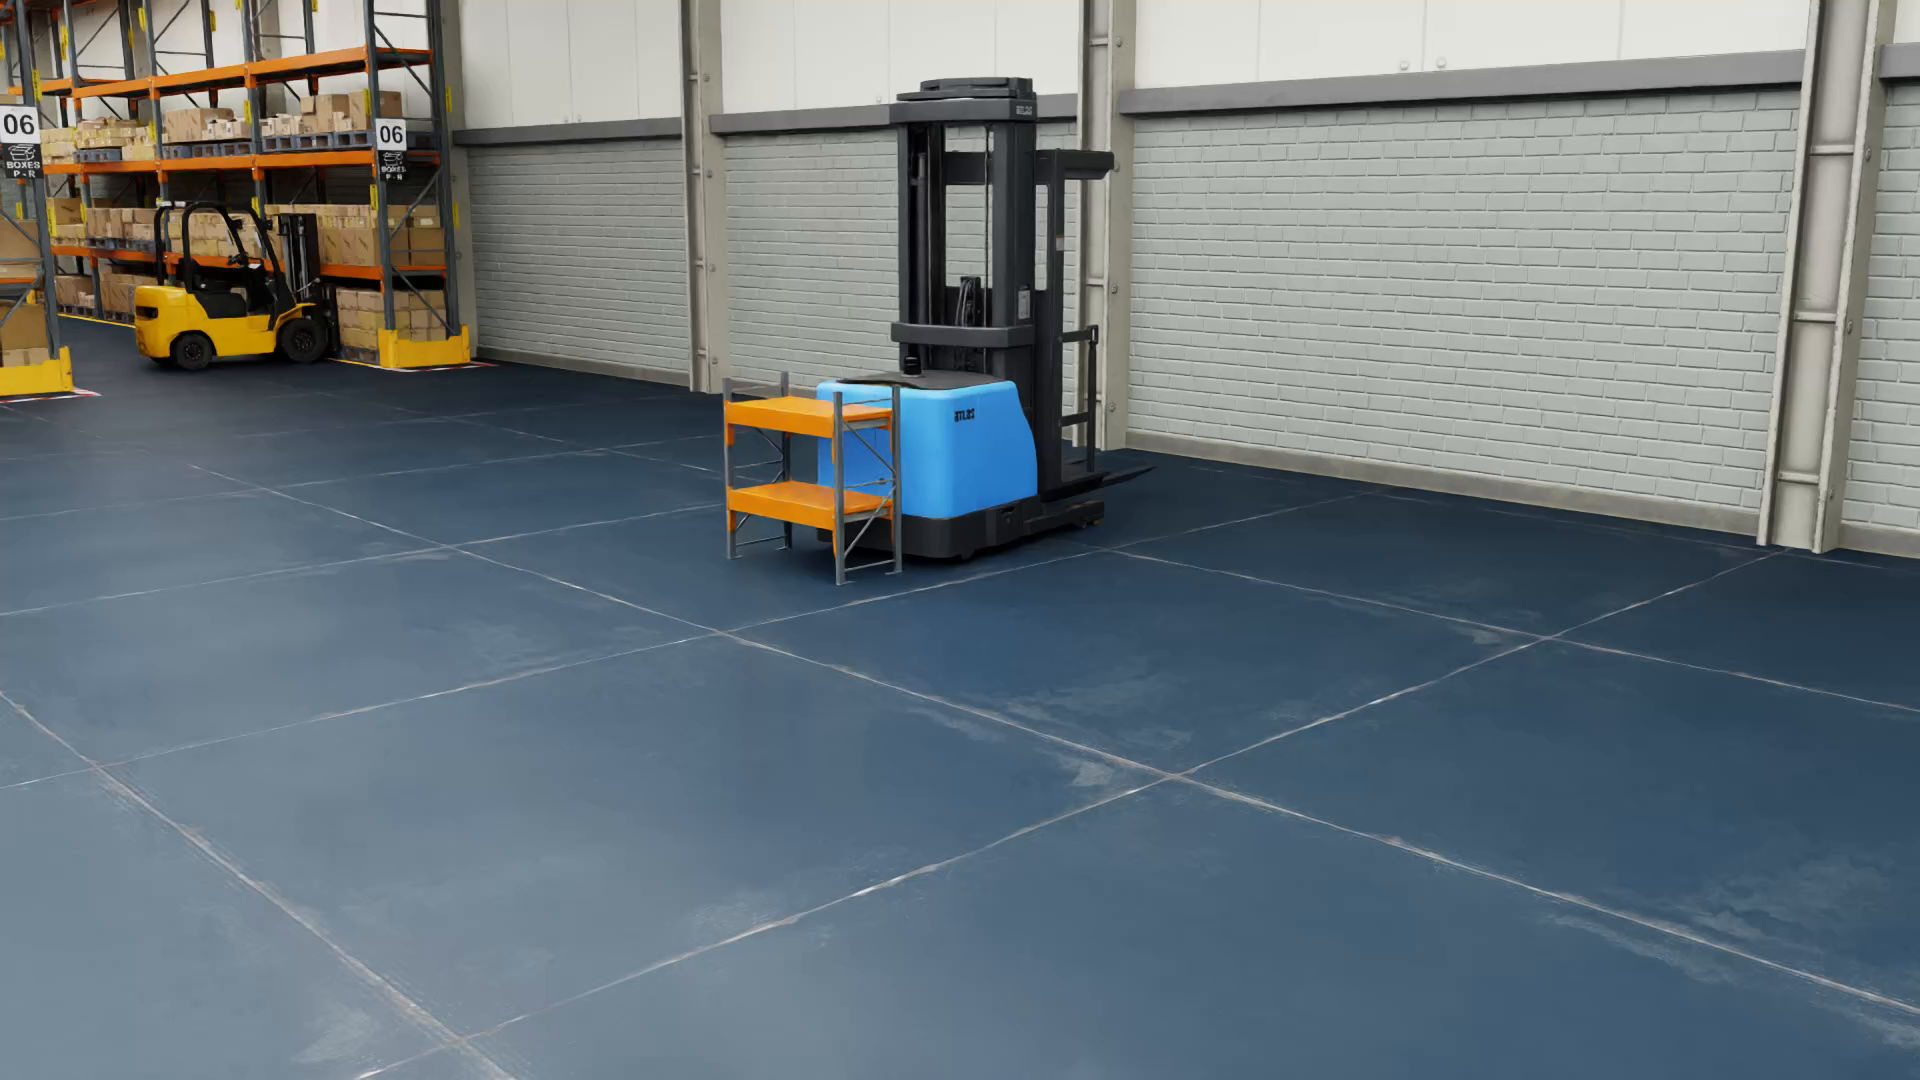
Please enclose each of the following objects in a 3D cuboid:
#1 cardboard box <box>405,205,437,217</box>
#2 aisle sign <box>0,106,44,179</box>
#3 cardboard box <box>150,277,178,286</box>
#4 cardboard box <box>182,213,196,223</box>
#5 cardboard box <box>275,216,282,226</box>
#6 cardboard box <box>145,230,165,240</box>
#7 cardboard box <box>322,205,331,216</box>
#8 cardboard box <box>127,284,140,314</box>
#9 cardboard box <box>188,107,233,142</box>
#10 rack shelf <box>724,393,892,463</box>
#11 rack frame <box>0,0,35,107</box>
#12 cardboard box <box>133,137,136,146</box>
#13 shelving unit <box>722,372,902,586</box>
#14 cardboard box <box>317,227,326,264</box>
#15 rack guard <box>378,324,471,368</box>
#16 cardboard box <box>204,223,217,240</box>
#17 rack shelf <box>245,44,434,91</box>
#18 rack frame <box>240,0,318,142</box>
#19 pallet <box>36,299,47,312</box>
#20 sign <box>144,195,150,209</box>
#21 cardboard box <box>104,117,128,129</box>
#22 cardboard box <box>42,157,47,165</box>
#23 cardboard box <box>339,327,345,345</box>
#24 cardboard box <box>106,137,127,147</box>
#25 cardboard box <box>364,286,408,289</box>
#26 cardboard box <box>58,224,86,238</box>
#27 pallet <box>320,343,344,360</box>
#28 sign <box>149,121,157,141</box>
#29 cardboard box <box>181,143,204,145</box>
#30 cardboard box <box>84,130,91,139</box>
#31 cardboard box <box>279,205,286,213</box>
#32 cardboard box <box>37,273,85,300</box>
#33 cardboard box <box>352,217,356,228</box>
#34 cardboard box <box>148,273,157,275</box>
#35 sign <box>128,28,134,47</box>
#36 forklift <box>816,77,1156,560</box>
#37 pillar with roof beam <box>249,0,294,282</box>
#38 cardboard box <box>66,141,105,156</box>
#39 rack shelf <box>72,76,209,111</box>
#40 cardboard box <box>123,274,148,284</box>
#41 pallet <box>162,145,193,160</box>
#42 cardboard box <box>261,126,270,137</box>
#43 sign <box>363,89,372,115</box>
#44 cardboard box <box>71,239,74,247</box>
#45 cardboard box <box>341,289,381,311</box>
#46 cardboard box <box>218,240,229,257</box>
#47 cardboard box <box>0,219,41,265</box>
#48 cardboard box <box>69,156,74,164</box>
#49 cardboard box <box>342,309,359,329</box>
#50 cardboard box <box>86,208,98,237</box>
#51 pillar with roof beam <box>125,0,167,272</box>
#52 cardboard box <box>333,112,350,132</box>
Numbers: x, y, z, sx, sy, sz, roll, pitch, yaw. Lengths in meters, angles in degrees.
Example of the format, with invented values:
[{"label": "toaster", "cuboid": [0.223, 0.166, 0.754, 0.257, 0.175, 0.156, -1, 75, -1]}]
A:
[{"label": "cardboard box", "cuboid": [-7.275, -4.424, 22.357, 0.380, 0.149, 0.250, -11, 16, -44]}, {"label": "aisle sign", "cuboid": [-10.518, -4.448, 18.623, 0.394, 0.787, 0.004, -11, 16, -43]}, {"label": "cardboard box", "cuboid": [-13.607, -4.416, 28.459, 0.250, 0.149, 0.380, 11, 16, 43]}, {"label": "cardboard box", "cuboid": [-12.333, -5.206, 26.893, 0.380, 0.149, 0.250, -10, 16, -41]}, {"label": "cardboard box", "cuboid": [-9.750, -4.662, 24.252, 0.380, 0.149, 0.250, -10, 16, -41]}, {"label": "cardboard box", "cuboid": [-13.453, -5.125, 27.936, 0.380, 0.149, 0.250, -11, 16, -42]}, {"label": "cardboard box", "cuboid": [-8.551, -4.540, 22.922, 0.380, 0.149, 0.250, -10, 16, -41]}, {"label": "cardboard box", "cuboid": [-14.243, -4.237, 29.197, 0.500, 0.500, 0.500, 11, 16, 43]}, {"label": "cardboard box", "cuboid": [-11.695, -6.485, 25.983, 0.500, 0.500, 0.500, -10, 16, -41]}, {"label": "rack shelf", "cuboid": [-0.897, -0.683, 9.988, 1.000, 0.278, 0.538, 11, 16, 43]}, {"label": "rack frame", "cuboid": [-10.785, -6.079, 18.115, 1.000, 3.000, 0.127, -11, 16, -43]}, {"label": "cardboard box", "cuboid": [-13.808, -6.765, 28.265, 0.380, 0.149, 0.250, -11, 16, -42]}, {"label": "shelving unit", "cuboid": [-0.897, -0.396, 10.047, 1.048, 1.125, 0.538, 11, 16, 43]}, {"label": "cardboard box", "cuboid": [-8.788, -4.140, 23.326, 0.500, 0.500, 0.500, -11, 16, -42]}, {"label": "rack guard", "cuboid": [-7.181, -2.605, 22.315, 1.175, 0.500, 0.348, -11, 16, -43]}, {"label": "cardboard box", "cuboid": [-11.528, -4.849, 26.149, 0.500, 0.250, 0.500, -11, 16, -42]}, {"label": "rack shelf", "cuboid": [-8.578, -6.514, 23.004, 1.077, 0.370, 4.000, -11, 16, -43]}, {"label": "rack frame", "cuboid": [-9.960, -7.355, 24.308, 1.000, 3.000, 0.127, -11, 16, -43]}, {"label": "pallet", "cuboid": [-17.643, -4.674, 33.077, 1.003, 0.211, 1.213, -11, 16, -43]}, {"label": "sign", "cuboid": [-15.085, -6.229, 30.842, 0.100, 0.325, 0.005, -11, 16, -43]}, {"label": "cardboard box", "cuboid": [-15.223, -7.498, 30.008, 0.396, 0.266, 0.258, -11, 16, -43]}, {"label": "cardboard box", "cuboid": [-17.206, -7.197, 31.602, 0.380, 0.149, 0.250, -11, 16, -42]}, {"label": "cardboard box", "cuboid": [-8.426, -2.864, 23.153, 0.500, 0.250, 0.500, -11, 16, -42]}, {"label": "cardboard box", "cuboid": [-14.485, -6.865, 28.698, 0.380, 0.149, 0.250, -10, 16, -41]}, {"label": "cardboard box", "cuboid": [-8.077, -3.425, 23.396, 0.500, 0.250, 0.500, -11, 16, -43]}, {"label": "cardboard box", "cuboid": [-16.704, -5.842, 31.468, 0.500, 0.250, 0.500, -11, 16, -43]}, {"label": "pallet", "cuboid": [-8.594, -2.751, 23.739, 1.003, 0.211, 1.213, -11, 16, -43]}, {"label": "sign", "cuboid": [-13.116, -6.647, 27.027, 0.100, 0.325, 0.005, -11, 16, -43]}, {"label": "cardboard box", "cuboid": [-12.801, -6.678, 27.839, 0.380, 0.149, 0.250, -11, 16, -42]}, {"label": "cardboard box", "cuboid": [-15.215, -7.154, 29.363, 0.380, 0.149, 0.250, -11, 16, -44]}, {"label": "cardboard box", "cuboid": [-9.695, -4.818, 24.269, 0.380, 0.149, 0.250, -11, 16, -42]}, {"label": "cardboard box", "cuboid": [-17.893, -5.048, 33.126, 0.637, 0.503, 0.797, 11, 16, 43]}, {"label": "cardboard box", "cuboid": [-7.972, -4.290, 22.447, 0.380, 0.149, 0.250, -11, 16, -42]}, {"label": "cardboard box", "cuboid": [-14.466, -4.764, 30.147, 0.250, 0.149, 0.380, 11, 16, 42]}, {"label": "sign", "cuboid": [-15.087, -9.135, 30.244, 0.100, 0.325, 0.005, -11, 16, -43]}, {"label": "forklift", "cuboid": [0.338, -1.559, 11.215, 1.130, 2.935, 3.031, 8, 14, 34]}, {"label": "pillar with roof beam", "cuboid": [-14.283, -7.274, 23.916, 9.100, 9.000, 0.400, -11, 16, -43]}, {"label": "cardboard box", "cuboid": [-15.999, -7.161, 30.435, 0.500, 0.250, 0.500, -11, 16, -42]}, {"label": "rack shelf", "cuboid": [-14.103, -7.682, 28.671, 1.077, 0.370, 4.000, -11, 16, -43]}, {"label": "cardboard box", "cuboid": [-14.652, -4.648, 29.586, 0.380, 0.149, 0.250, -11, 16, -43]}, {"label": "pallet", "cuboid": [-12.189, -6.290, 27.043, 1.213, 0.211, 1.003, -10, 15, -40]}, {"label": "cardboard box", "cuboid": [-9.869, -5.909, 24.060, 0.380, 0.149, 0.250, -10, 16, -41]}, {"label": "sign", "cuboid": [-7.599, -5.623, 21.339, 0.100, 0.325, 0.005, -11, 16, -43]}, {"label": "cardboard box", "cuboid": [-16.441, -5.584, 31.202, 0.380, 0.149, 0.250, -10, 16, -41]}, {"label": "cardboard box", "cuboid": [-8.098, -3.279, 22.687, 0.500, 0.250, 0.500, -11, 16, -42]}, {"label": "cardboard box", "cuboid": [-11.169, -4.529, 25.833, 0.500, 0.250, 0.500, -11, 16, -42]}, {"label": "cardboard box", "cuboid": [-10.911, -3.443, 19.203, 0.500, 0.500, 0.500, -11, 16, -43]}, {"label": "cardboard box", "cuboid": [-16.113, -6.977, 30.534, 0.380, 0.149, 0.250, -11, 16, -43]}, {"label": "cardboard box", "cuboid": [-8.098, -3.038, 22.760, 0.500, 0.250, 0.500, -11, 16, -43]}, {"label": "cardboard box", "cuboid": [-15.312, -5.737, 30.034, 0.700, 0.500, 0.500, -10, 16, -41]}, {"label": "pillar with roof beam", "cuboid": [-18.427, -8.149, 28.166, 9.100, 9.000, 0.400, -11, 16, -43]}, {"label": "cardboard box", "cuboid": [-8.164, -5.606, 22.300, 0.396, 0.266, 0.258, -11, 16, -42]}]
